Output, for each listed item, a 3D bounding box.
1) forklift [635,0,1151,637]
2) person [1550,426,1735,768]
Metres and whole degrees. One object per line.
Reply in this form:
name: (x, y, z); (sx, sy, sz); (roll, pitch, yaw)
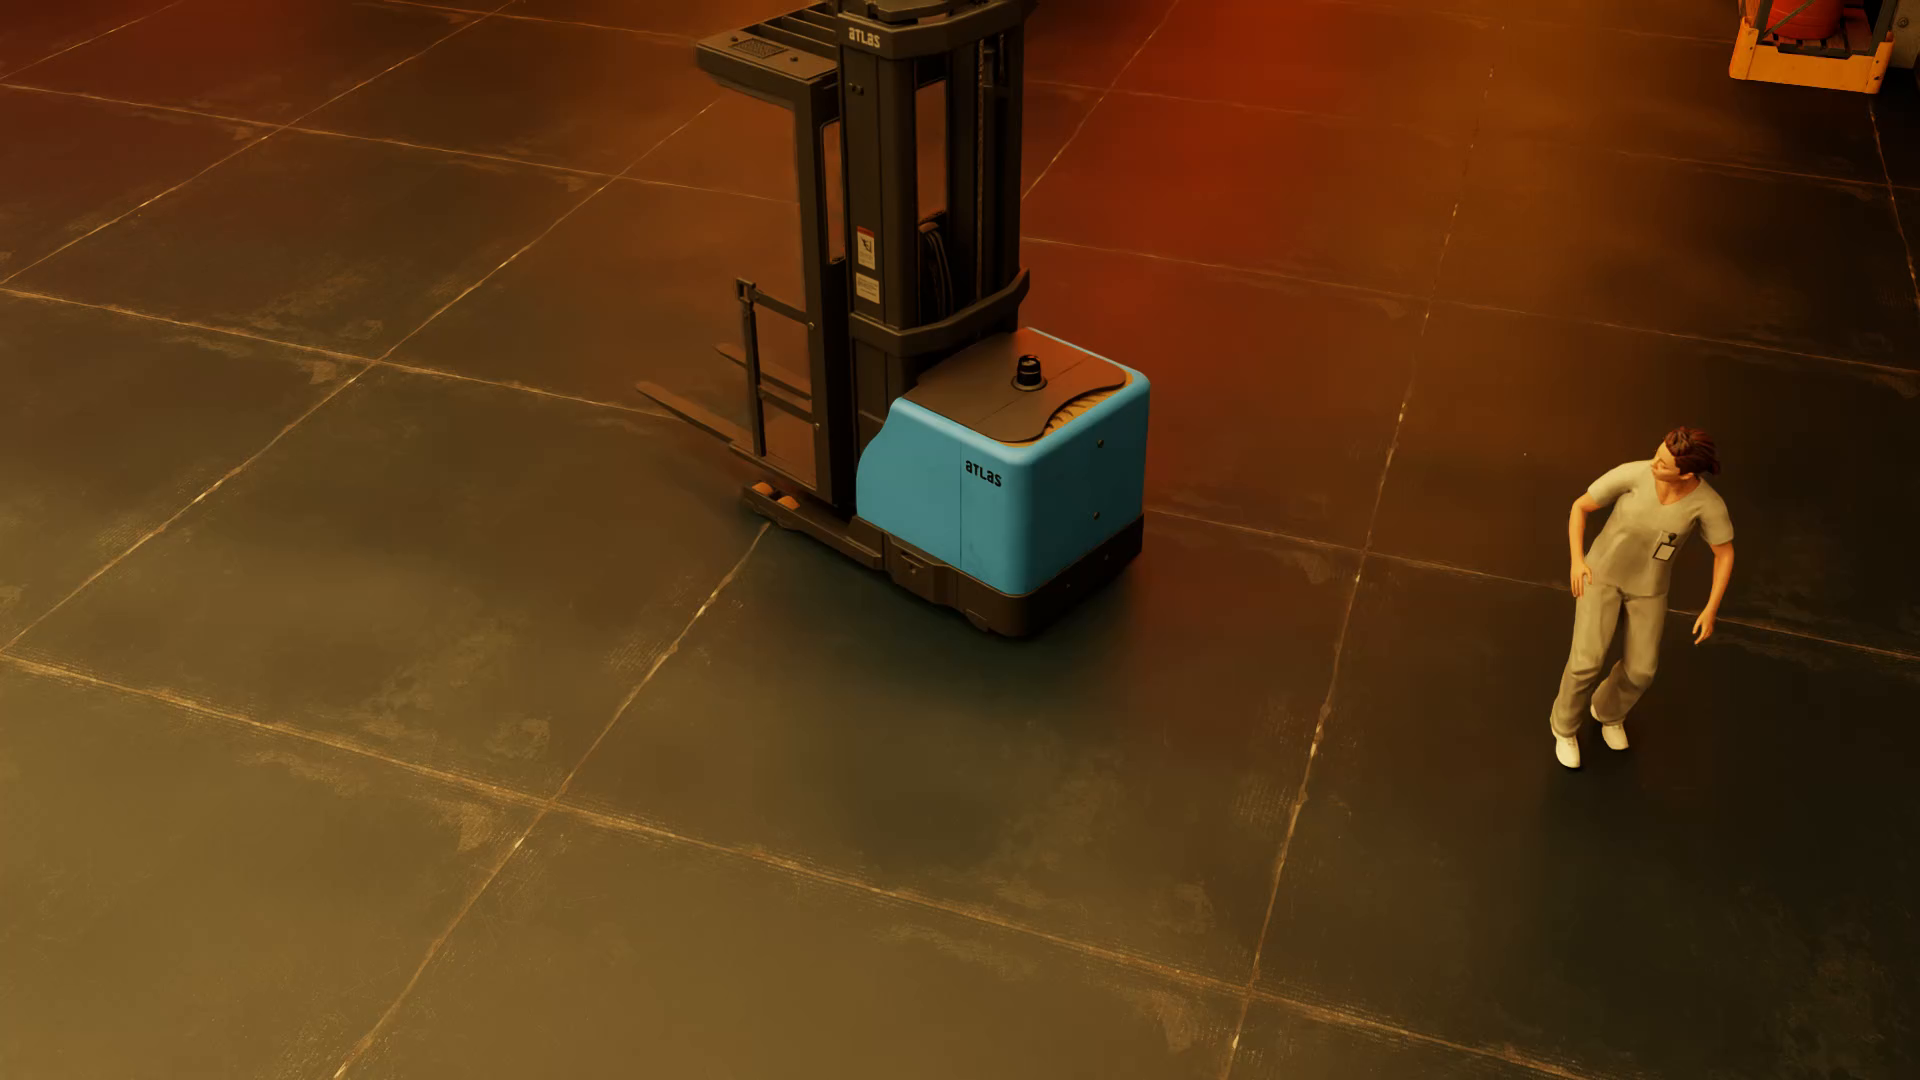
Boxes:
forklift: (-0.511, -1.459, 8.169); (3.031, 2.935, 1.130); (27, 44, 33)
person: (2.823, 0.234, 6.924); (0.644, 1.628, 0.472); (9, 36, 12)
